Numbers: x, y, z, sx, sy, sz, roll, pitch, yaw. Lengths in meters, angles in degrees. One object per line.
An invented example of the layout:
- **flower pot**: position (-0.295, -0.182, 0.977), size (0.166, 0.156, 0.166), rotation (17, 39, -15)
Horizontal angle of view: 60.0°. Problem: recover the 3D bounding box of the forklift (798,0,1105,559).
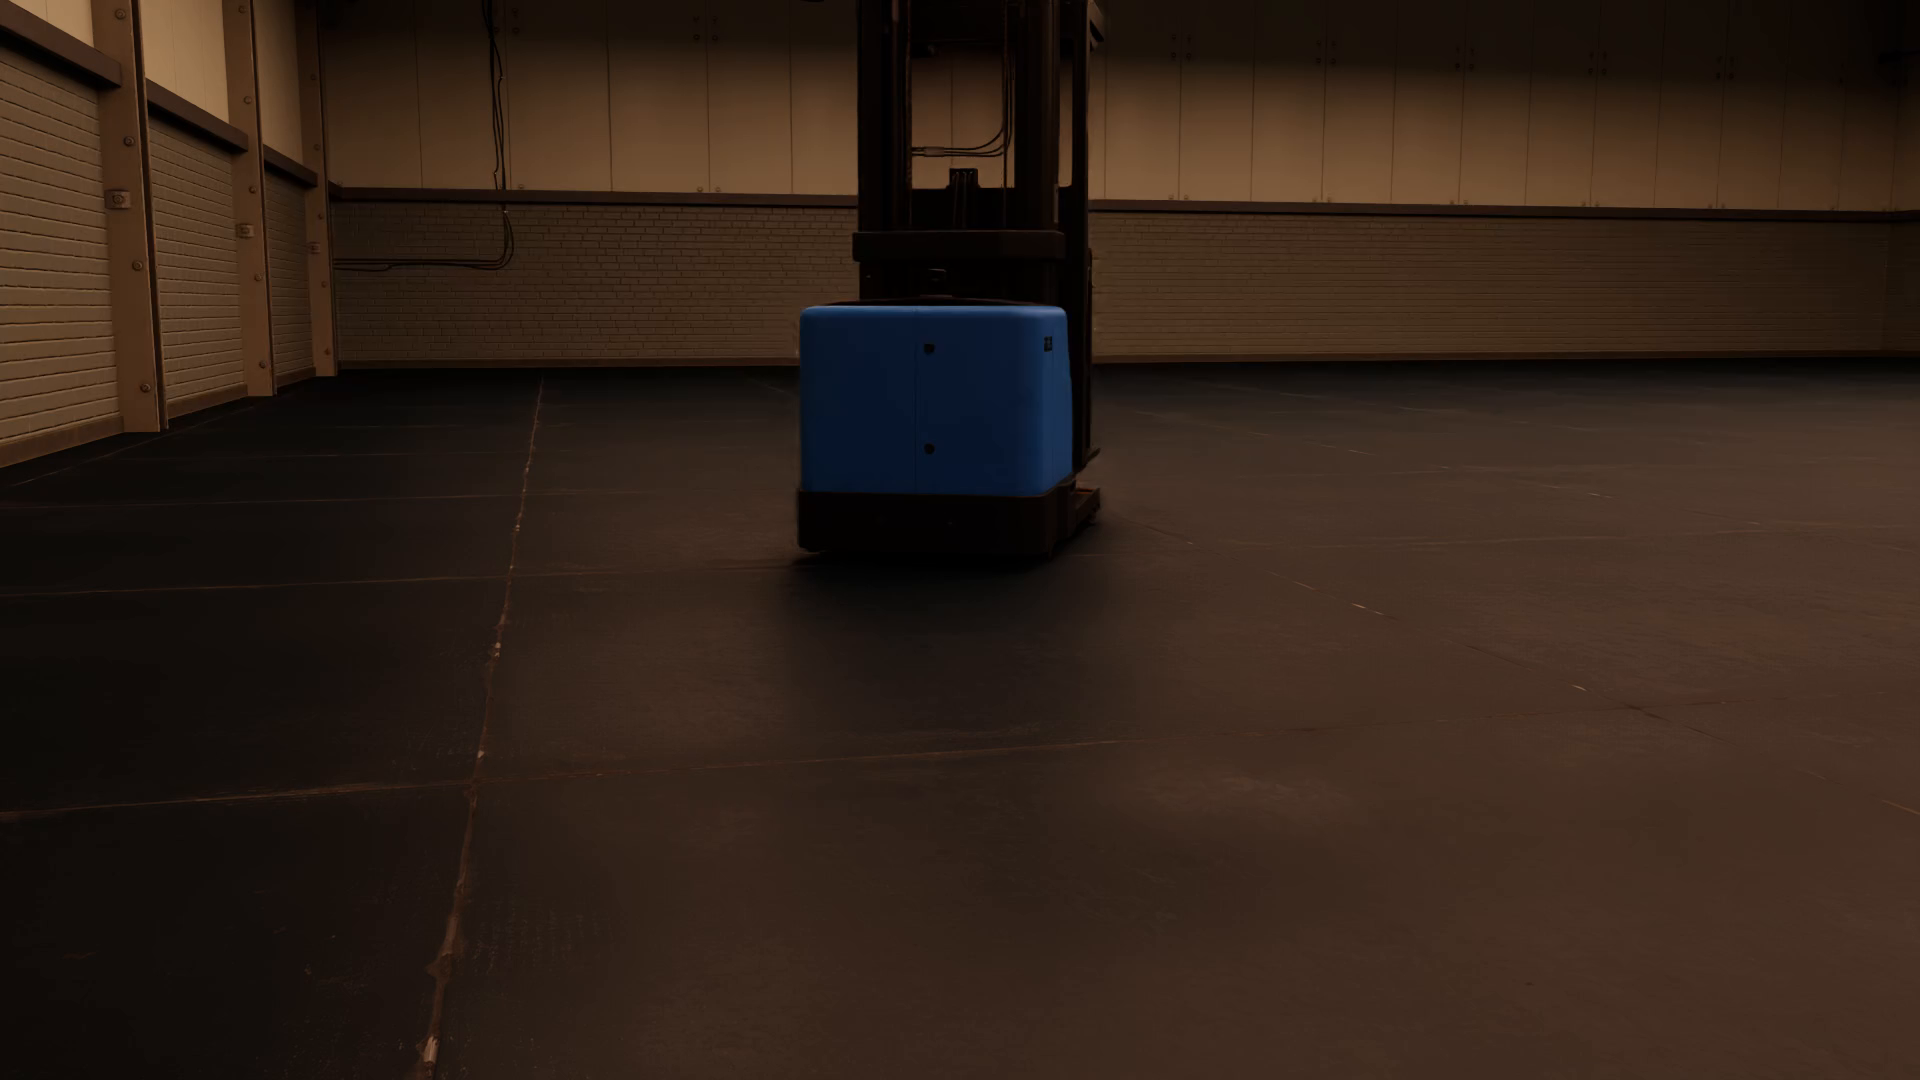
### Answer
- **forklift**: position (0.105, -1.536, 8.104), size (1.130, 2.935, 3.031), rotation (2, 8, 11)
